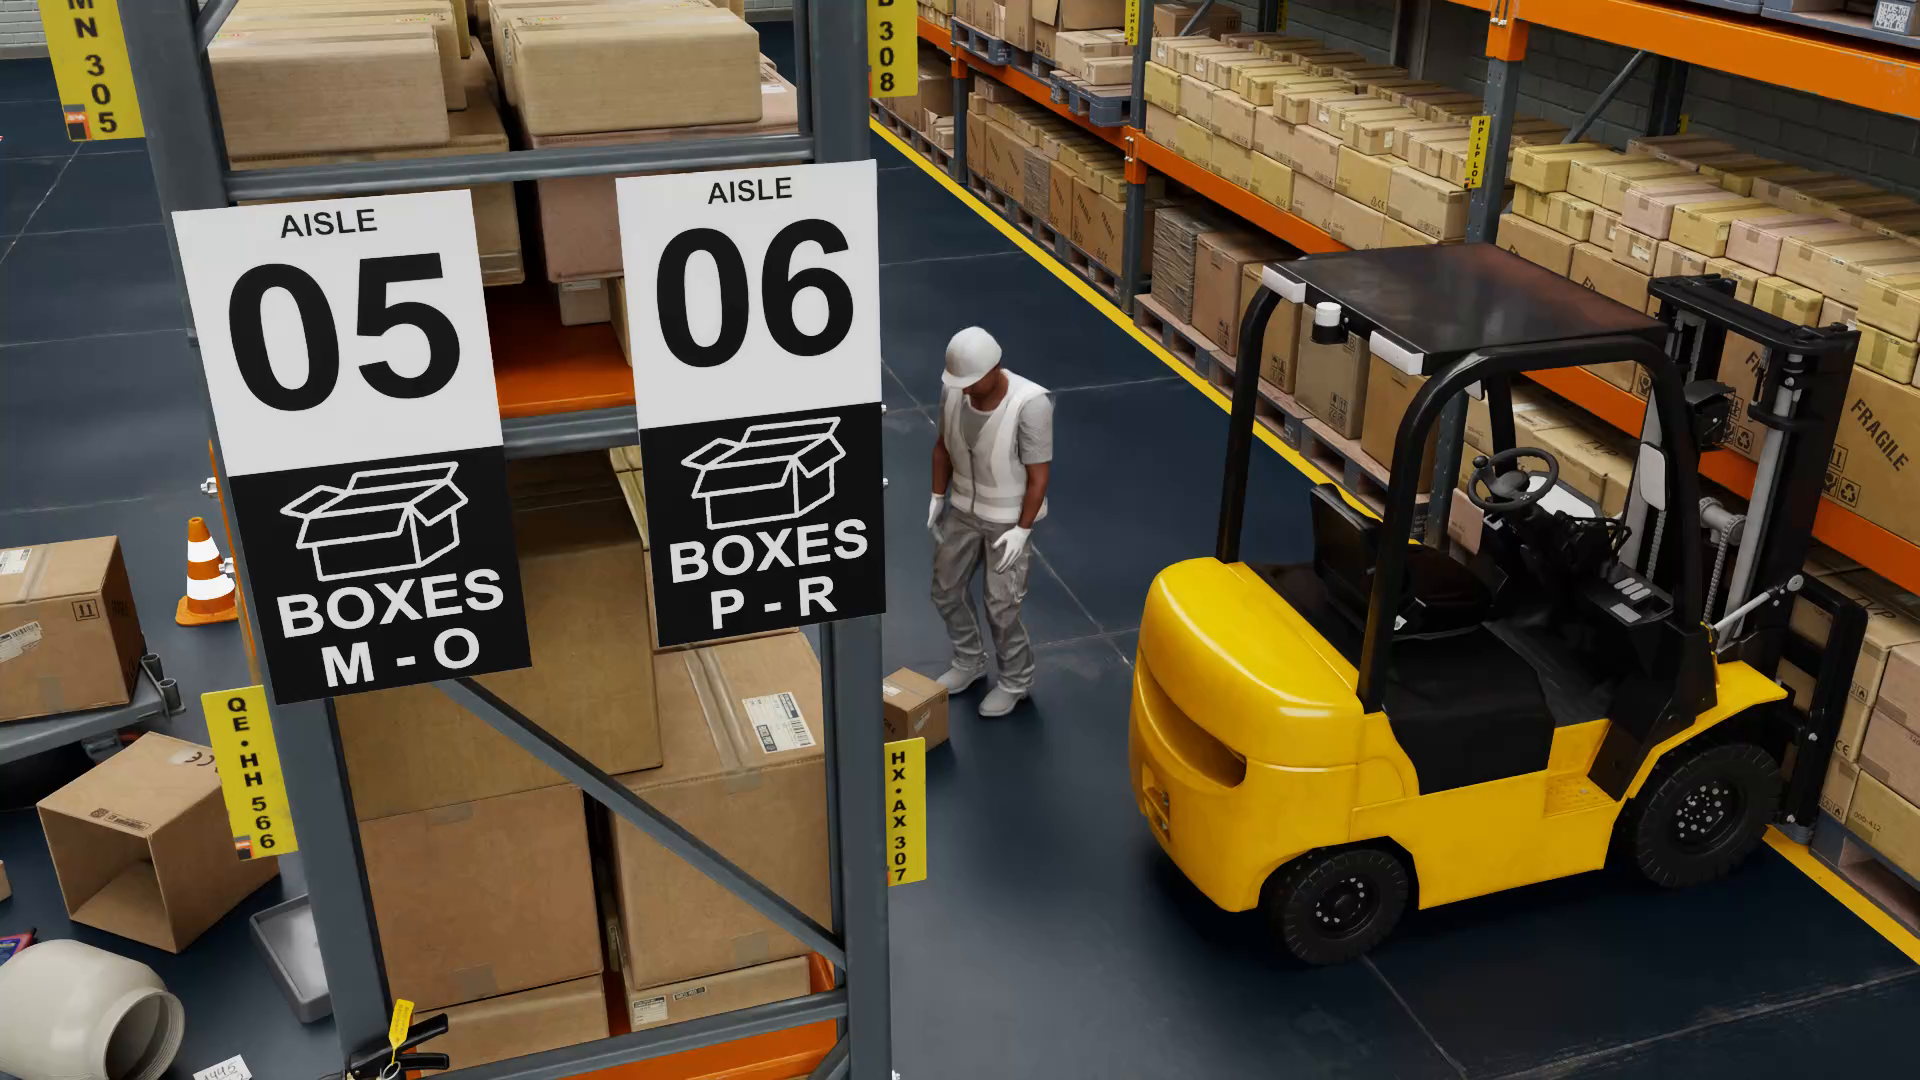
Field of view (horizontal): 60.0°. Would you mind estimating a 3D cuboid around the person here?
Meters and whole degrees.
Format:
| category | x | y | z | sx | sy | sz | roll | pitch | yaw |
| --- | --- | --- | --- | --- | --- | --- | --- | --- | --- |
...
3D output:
| category | x | y | z | sx | sy | sz | roll | pitch | yaw |
| --- | --- | --- | --- | --- | --- | --- | --- | --- | --- |
| person | 0.124 | -0.089 | 6.861 | 0.580 | 1.709 | 0.497 | 21 | 33 | 37 |
